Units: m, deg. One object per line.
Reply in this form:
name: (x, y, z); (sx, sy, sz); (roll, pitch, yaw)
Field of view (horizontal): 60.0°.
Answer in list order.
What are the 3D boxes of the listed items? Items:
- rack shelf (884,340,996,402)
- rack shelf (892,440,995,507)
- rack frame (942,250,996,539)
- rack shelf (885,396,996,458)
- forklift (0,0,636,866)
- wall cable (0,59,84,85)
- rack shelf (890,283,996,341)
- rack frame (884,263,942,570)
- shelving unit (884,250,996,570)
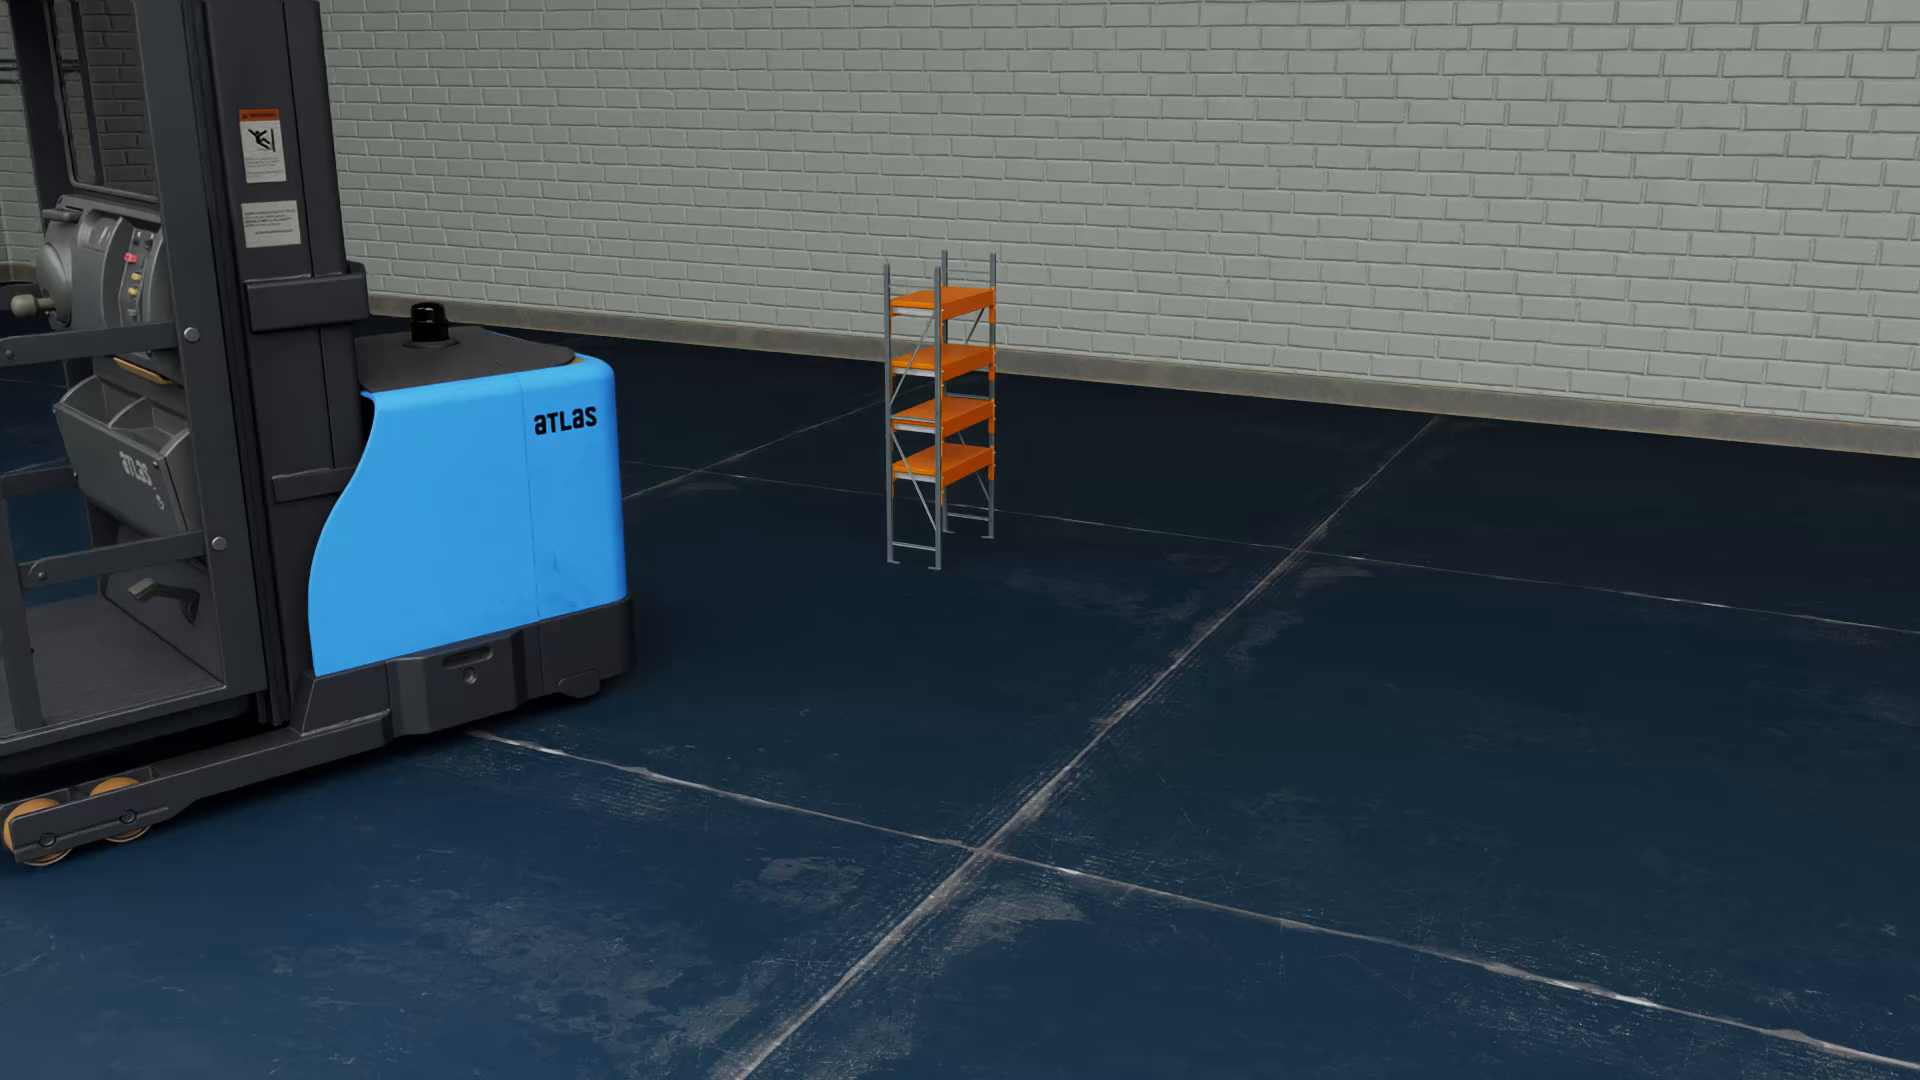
rack shelf: (-0.074, -0.683, 6.667); (0.258, 0.148, 0.480); (8, 18, 25)
rack shelf: (-0.074, -0.278, 6.787); (0.258, 0.148, 0.480); (8, 18, 25)
rack frame: (0.035, -0.595, 6.921); (0.240, 1.200, 0.015); (8, 18, 25)
rack shelf: (-0.074, -0.469, 6.731); (0.258, 0.148, 0.480); (8, 18, 25)
forklift: (-2.476, -0.743, 4.377); (3.031, 2.935, 1.130); (-15, 22, -41)
wall cable: (-7.126, -4.933, 13.281); (3.097, 2.526, 0.112); (8, 18, 25)
rack shelf: (-0.074, -0.910, 6.600); (0.258, 0.148, 0.480); (8, 18, 25)
rack frame: (-0.183, -0.471, 6.502); (0.240, 1.200, 0.015); (8, 18, 25)
shelving unit: (-0.074, -0.533, 6.712); (0.258, 1.200, 0.503); (8, 18, 25)
